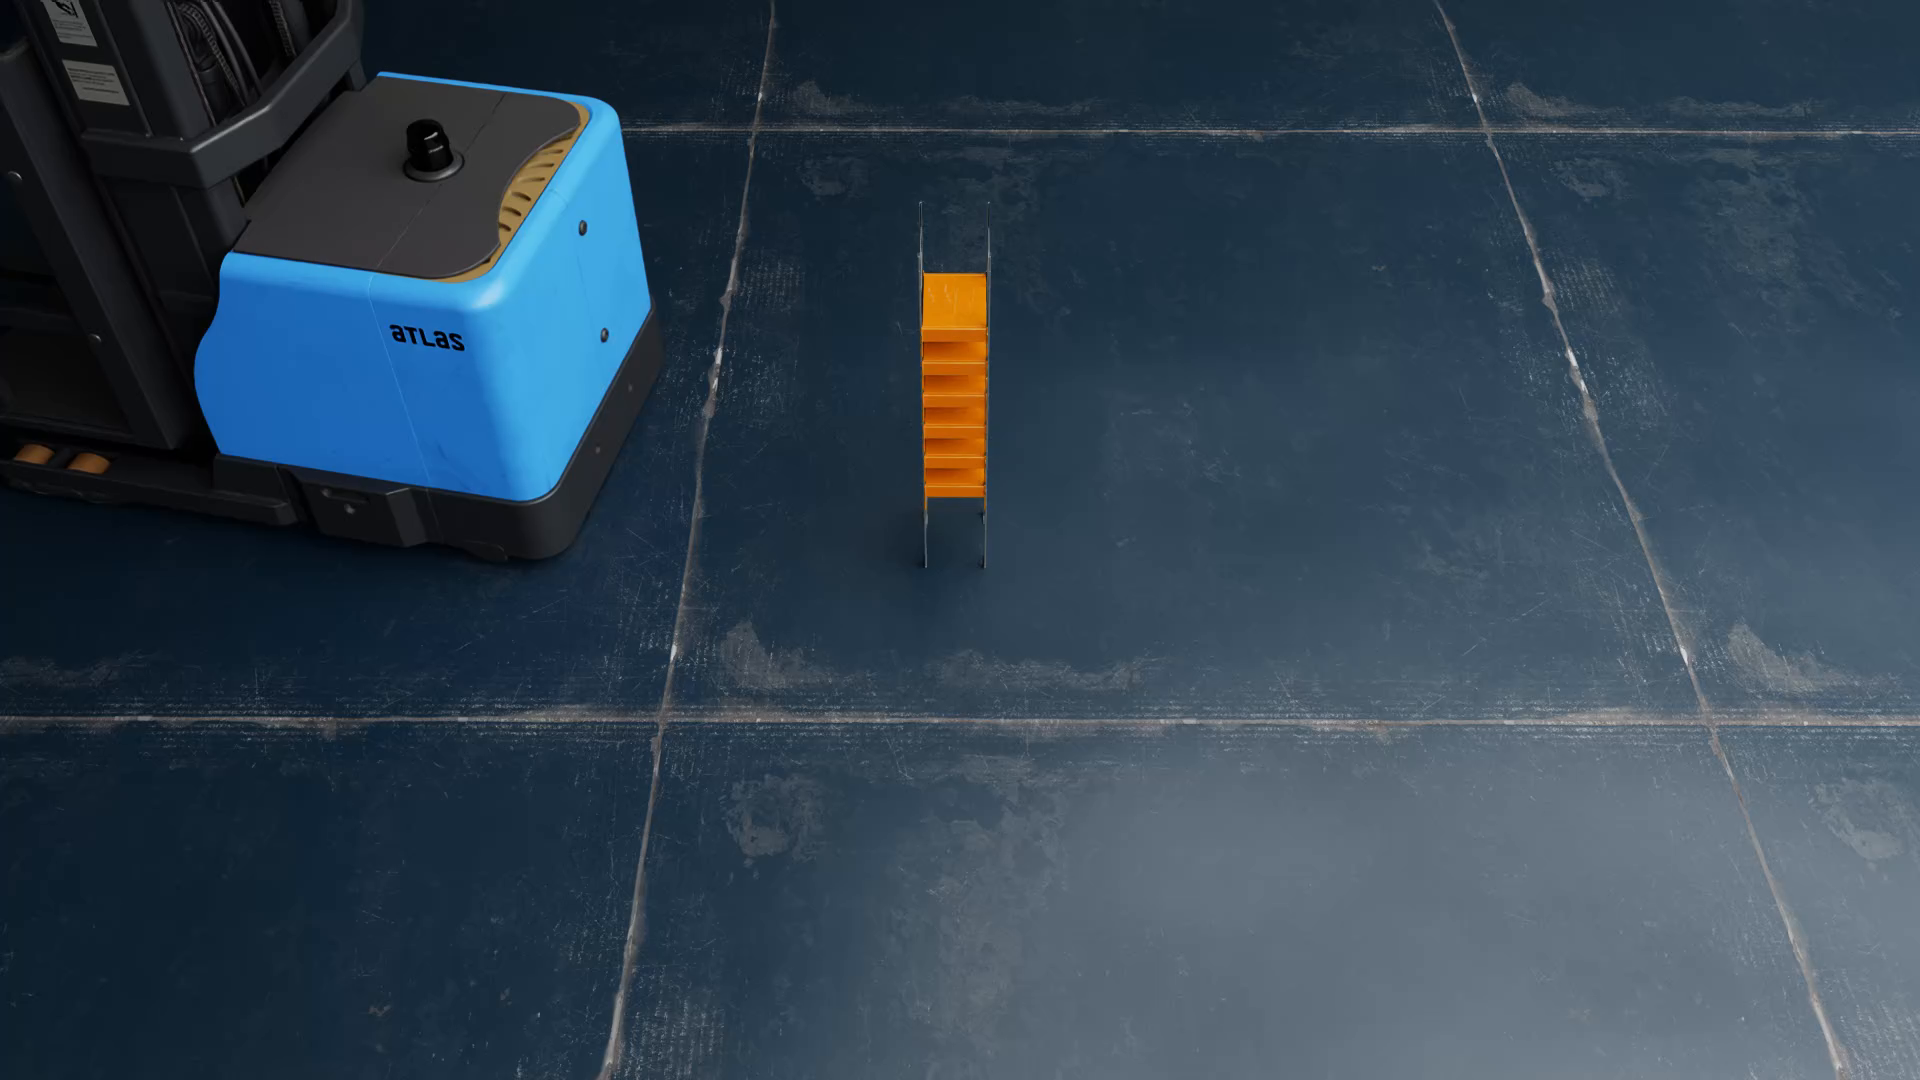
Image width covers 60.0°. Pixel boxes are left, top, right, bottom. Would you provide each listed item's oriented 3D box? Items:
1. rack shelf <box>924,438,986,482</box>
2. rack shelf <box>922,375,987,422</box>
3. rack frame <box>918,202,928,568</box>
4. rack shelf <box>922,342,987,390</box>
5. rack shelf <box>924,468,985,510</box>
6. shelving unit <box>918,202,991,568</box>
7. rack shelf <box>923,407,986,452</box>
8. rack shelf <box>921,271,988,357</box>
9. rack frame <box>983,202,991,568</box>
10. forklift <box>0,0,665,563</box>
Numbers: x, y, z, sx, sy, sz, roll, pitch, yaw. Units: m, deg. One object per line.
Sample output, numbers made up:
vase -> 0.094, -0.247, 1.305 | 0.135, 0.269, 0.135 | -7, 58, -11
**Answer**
rack shelf -> -0.014, -0.297, 4.931 | 0.180, 0.103, 0.258 | 0, 47, 0
rack shelf -> -0.014, -0.460, 4.756 | 0.180, 0.103, 0.258 | 0, 47, 0
rack frame -> -0.106, -0.409, 4.811 | 0.006, 1.200, 0.240 | 0, 47, 0
rack shelf -> -0.014, -0.542, 4.668 | 0.180, 0.103, 0.258 | 0, 47, 0
rack shelf -> -0.014, -0.215, 5.019 | 0.180, 0.103, 0.258 | 0, 47, 0
shelving unit -> -0.014, -0.409, 4.811 | 0.189, 1.200, 0.258 | 0, 47, 0
rack shelf -> -0.014, -0.379, 4.843 | 0.180, 0.103, 0.258 | 0, 47, 0
rack shelf -> -0.014, -0.624, 4.580 | 0.180, 0.103, 0.258 | 0, 47, 0
rack frame -> 0.077, -0.409, 4.811 | 0.006, 1.200, 0.240 | 0, 47, 0
forklift -> -2.589, -1.485, 4.630 | 3.031, 2.935, 1.130 | 9, 48, 8
